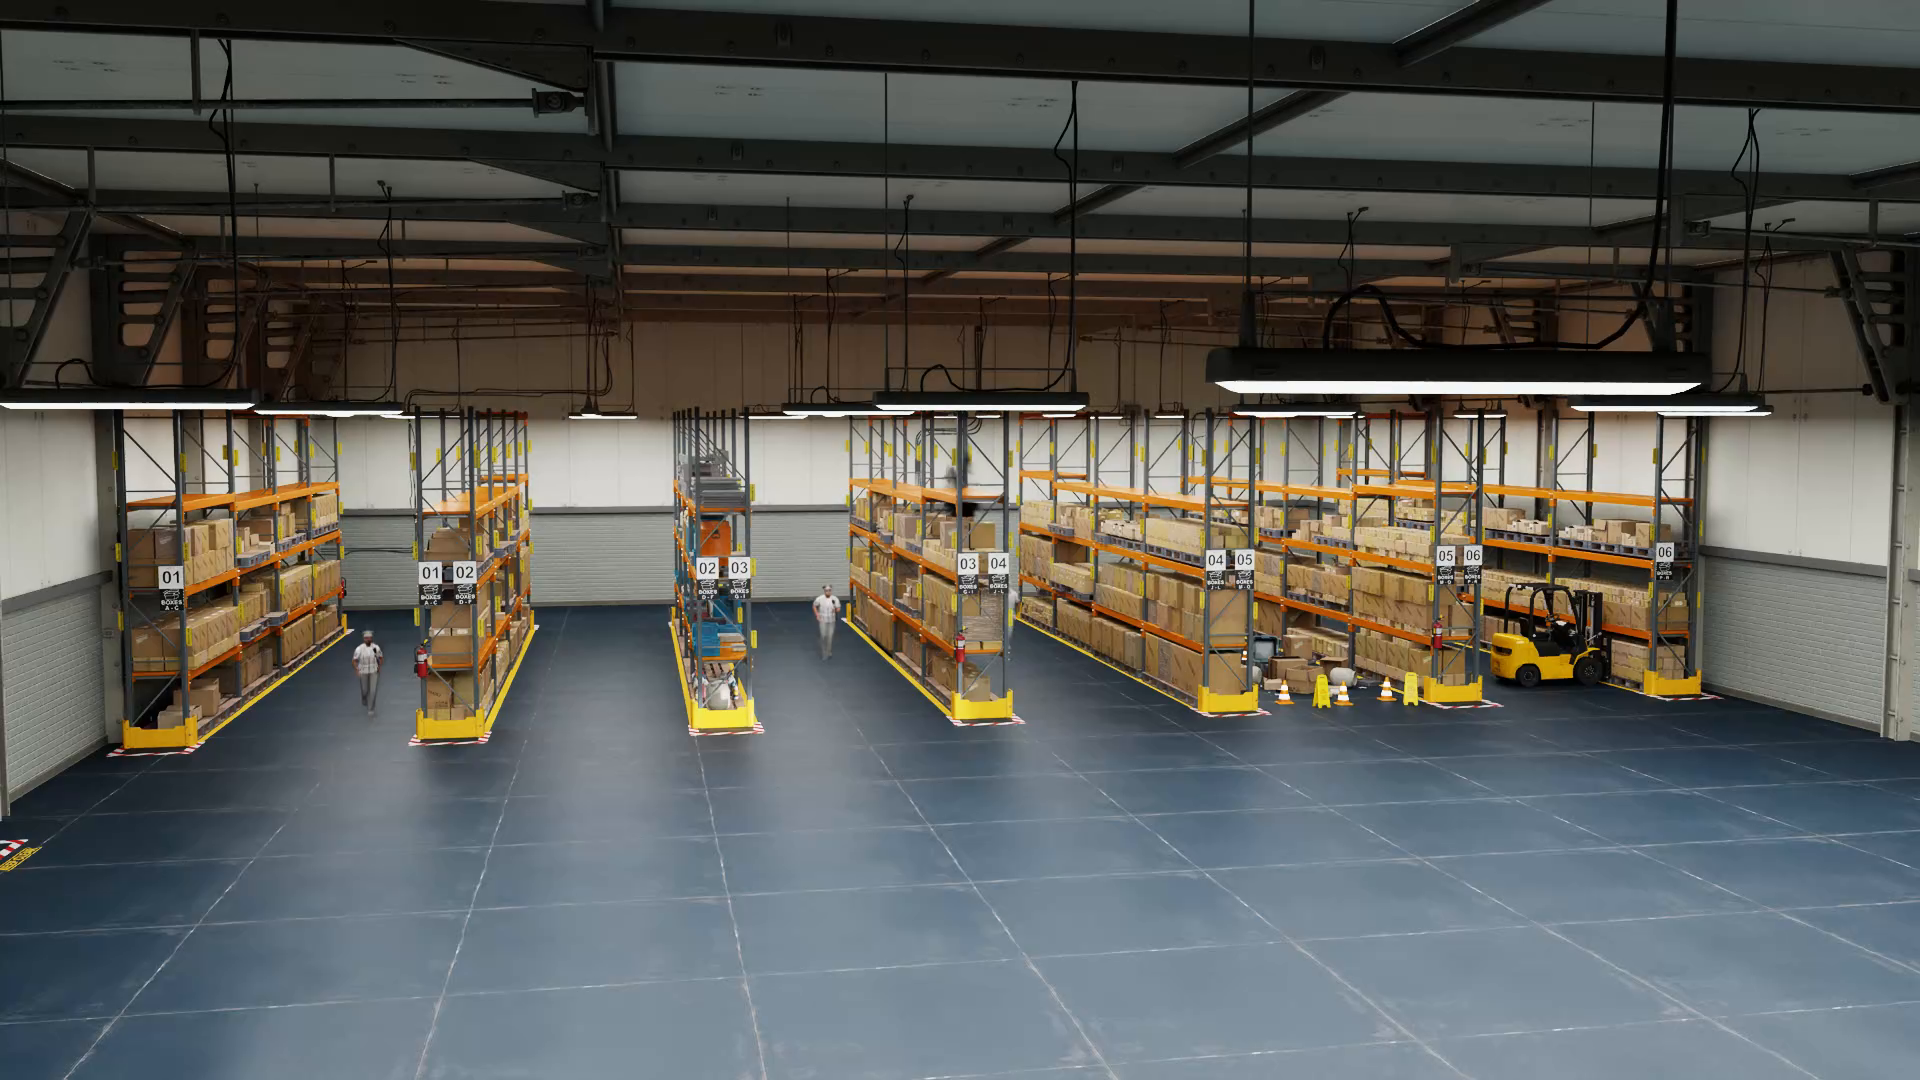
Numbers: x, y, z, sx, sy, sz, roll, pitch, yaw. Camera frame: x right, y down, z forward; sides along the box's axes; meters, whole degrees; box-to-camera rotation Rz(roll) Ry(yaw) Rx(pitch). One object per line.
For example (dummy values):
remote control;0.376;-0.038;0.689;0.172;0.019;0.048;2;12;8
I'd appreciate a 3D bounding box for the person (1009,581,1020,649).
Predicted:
person;1.197;1.880;42.014;0.691;1.734;0.632;-1;4;-18

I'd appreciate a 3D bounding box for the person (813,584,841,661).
person;-3.191;1.970;40.181;0.652;1.816;0.832;-1;4;-14

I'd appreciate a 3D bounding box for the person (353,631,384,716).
person;-11.569;2.592;32.549;0.586;1.657;0.617;-2;4;-25

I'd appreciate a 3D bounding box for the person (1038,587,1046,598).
person;2.486;1.357;49.966;0.789;1.642;0.616;3;5;32
